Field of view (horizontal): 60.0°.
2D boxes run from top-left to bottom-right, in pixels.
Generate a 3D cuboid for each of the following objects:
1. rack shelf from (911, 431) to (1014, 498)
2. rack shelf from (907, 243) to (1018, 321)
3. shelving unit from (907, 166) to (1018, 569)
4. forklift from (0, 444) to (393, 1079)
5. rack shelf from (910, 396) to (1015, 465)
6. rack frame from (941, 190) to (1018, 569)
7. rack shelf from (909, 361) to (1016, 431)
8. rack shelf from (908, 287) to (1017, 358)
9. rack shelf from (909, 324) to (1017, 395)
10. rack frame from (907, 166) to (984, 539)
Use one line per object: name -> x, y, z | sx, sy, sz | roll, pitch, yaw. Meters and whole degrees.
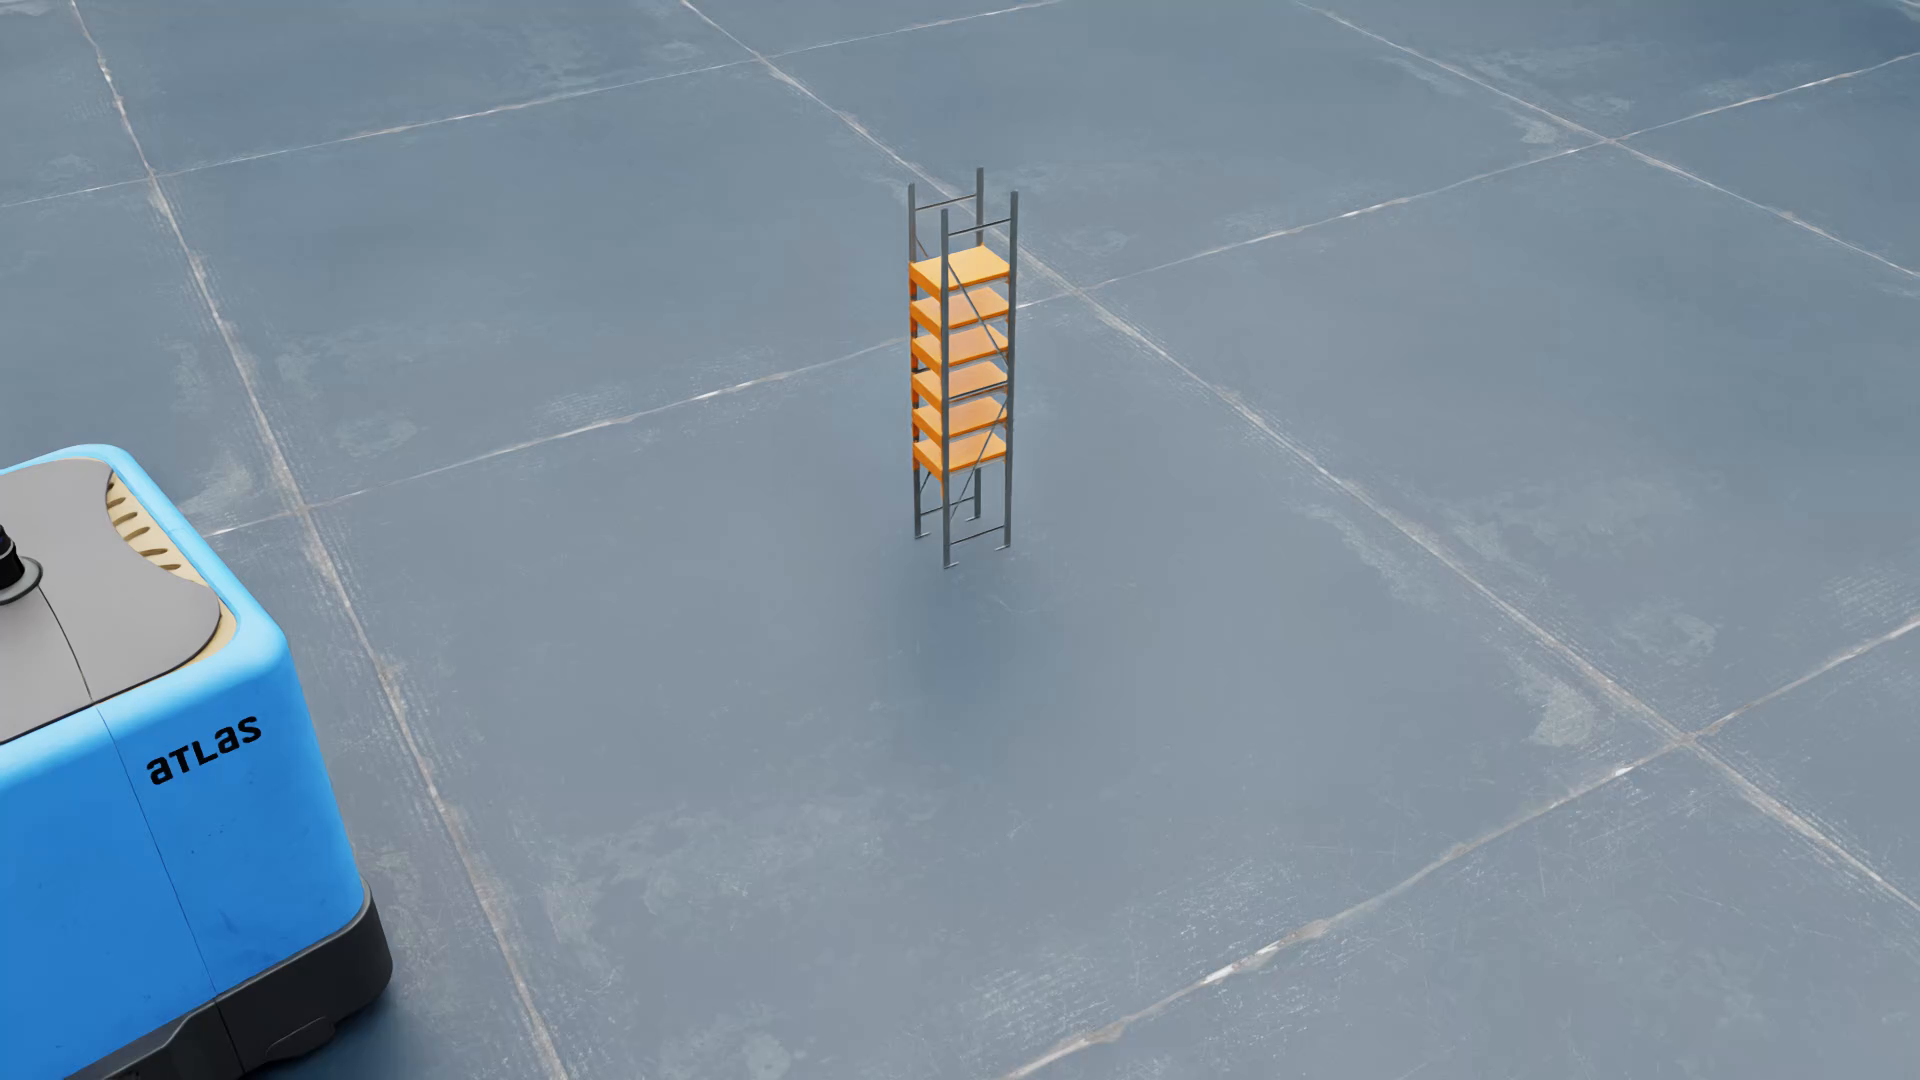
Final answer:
rack shelf -> 0.007, -0.247, 5.054 | 0.258, 0.103, 0.180 | -19, 40, -24
rack shelf -> 0.007, -0.732, 4.700 | 0.258, 0.103, 0.180 | -19, 40, -24
shelving unit -> 0.007, -0.477, 4.886 | 0.258, 1.200, 0.189 | -19, 40, -24
forklift -> -2.731, 0.227, 2.454 | 3.031, 2.935, 1.130 | -27, 44, -32
rack shelf -> 0.007, -0.344, 4.983 | 0.258, 0.103, 0.180 | -19, 40, -24
rack frame -> 0.053, -0.430, 4.822 | 0.240, 1.200, 0.006 | -19, 40, -24
rack shelf -> 0.007, -0.441, 4.912 | 0.258, 0.103, 0.180 | -19, 40, -24
rack shelf -> 0.007, -0.635, 4.771 | 0.258, 0.103, 0.180 | -19, 40, -24
rack shelf -> 0.007, -0.538, 4.841 | 0.258, 0.103, 0.180 | -19, 40, -24
rack frame -> -0.039, -0.524, 4.950 | 0.240, 1.200, 0.006 | -19, 40, -24
